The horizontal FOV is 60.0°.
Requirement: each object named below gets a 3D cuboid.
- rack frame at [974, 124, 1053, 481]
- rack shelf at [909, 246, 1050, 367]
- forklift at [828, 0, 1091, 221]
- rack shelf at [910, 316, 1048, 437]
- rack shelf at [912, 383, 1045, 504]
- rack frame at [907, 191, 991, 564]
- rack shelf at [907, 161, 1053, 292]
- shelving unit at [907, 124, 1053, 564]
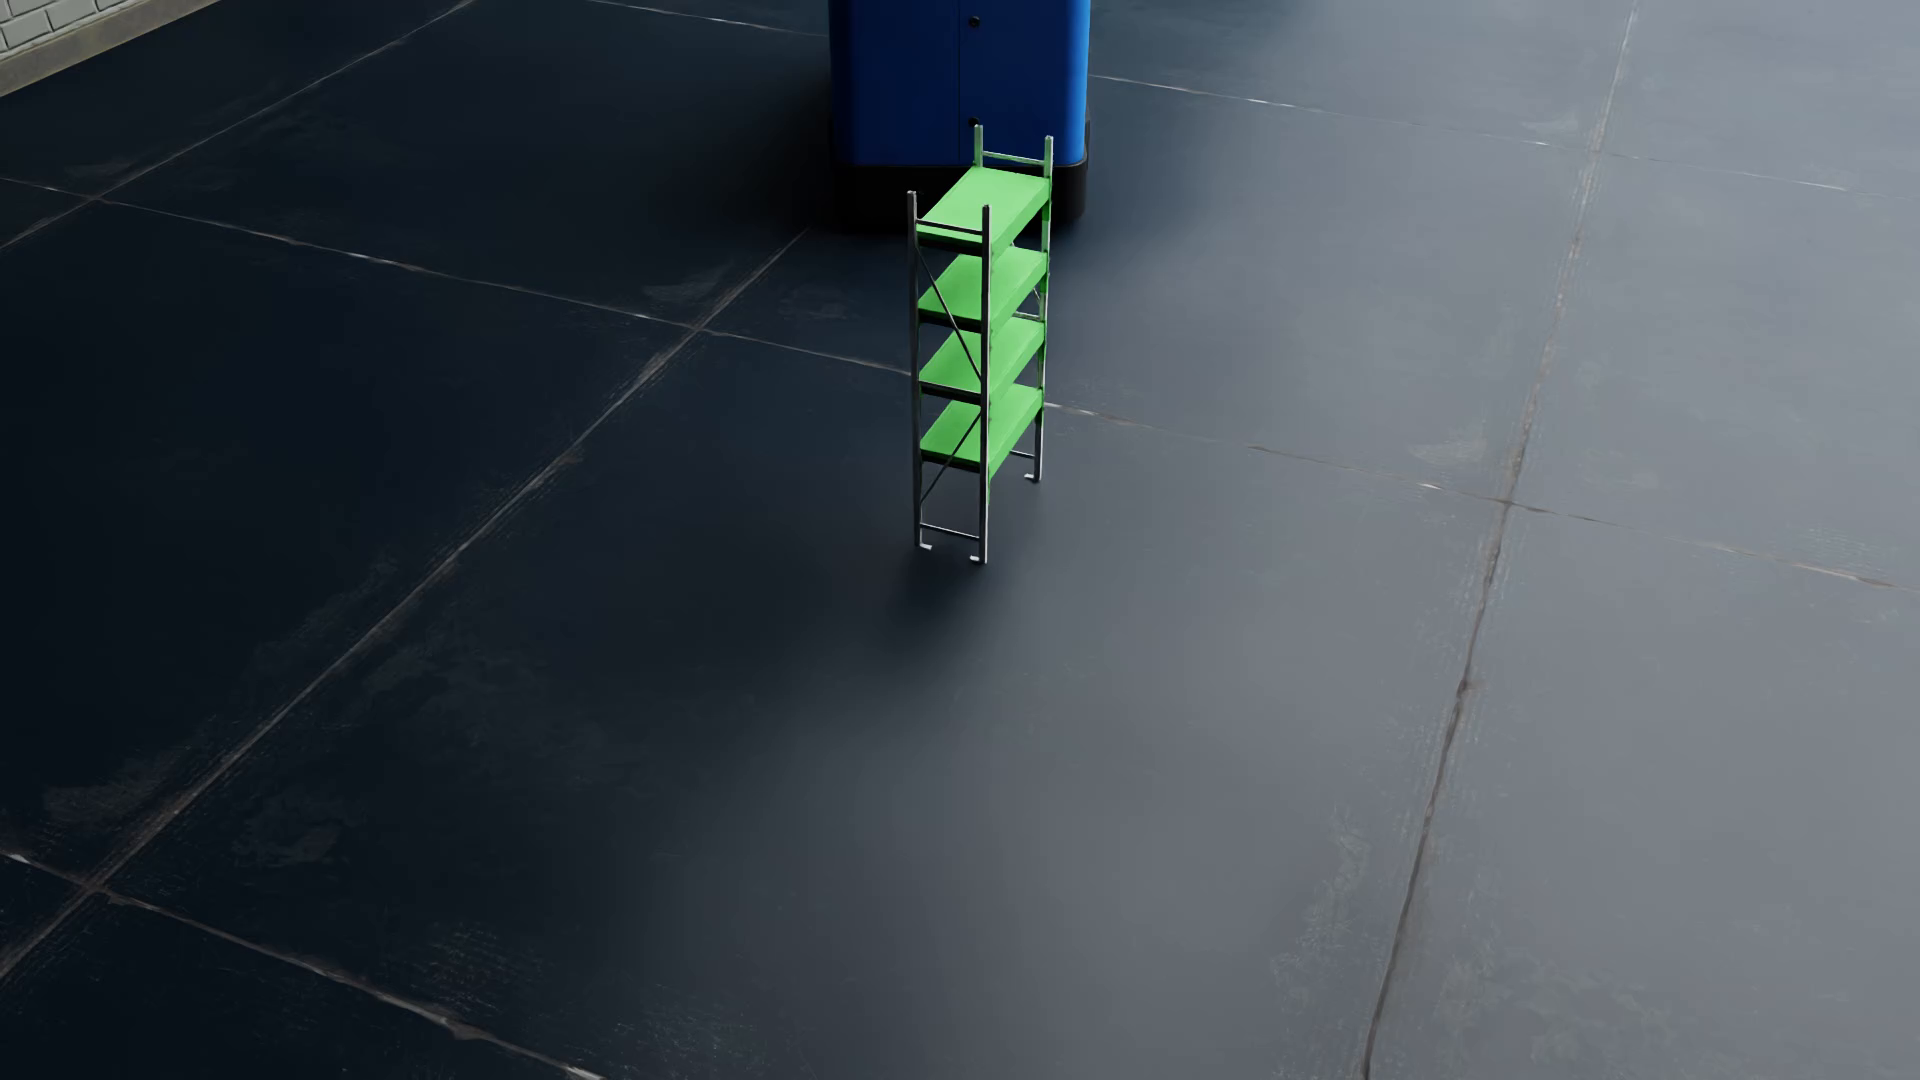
[{"bbox_3d":[0.156,-0.707,5.194,0.240,1.200,0.015,14,39,18],"label":"rack frame"},{"bbox_3d":[0.063,-0.713,4.908,0.258,0.148,0.480,14,39,18],"label":"rack shelf"},{"bbox_3d":[-0.004,-3.348,7.280,1.130,2.935,3.031,0,37,0],"label":"forklift"},{"bbox_3d":[0.063,-0.521,5.052,0.258,0.148,0.480,14,39,18],"label":"rack shelf"},{"bbox_3d":[0.063,-0.329,5.195,0.258,0.148,0.480,14,39,18],"label":"rack shelf"},{"bbox_3d":[-0.030,-0.437,4.833,0.240,1.200,0.015,14,39,18],"label":"rack frame"},{"bbox_3d":[0.063,-0.906,4.764,0.258,0.148,0.480,14,39,18],"label":"rack shelf"},{"bbox_3d":[0.063,-0.572,5.013,0.258,1.200,0.503,14,39,18],"label":"shelving unit"}]
